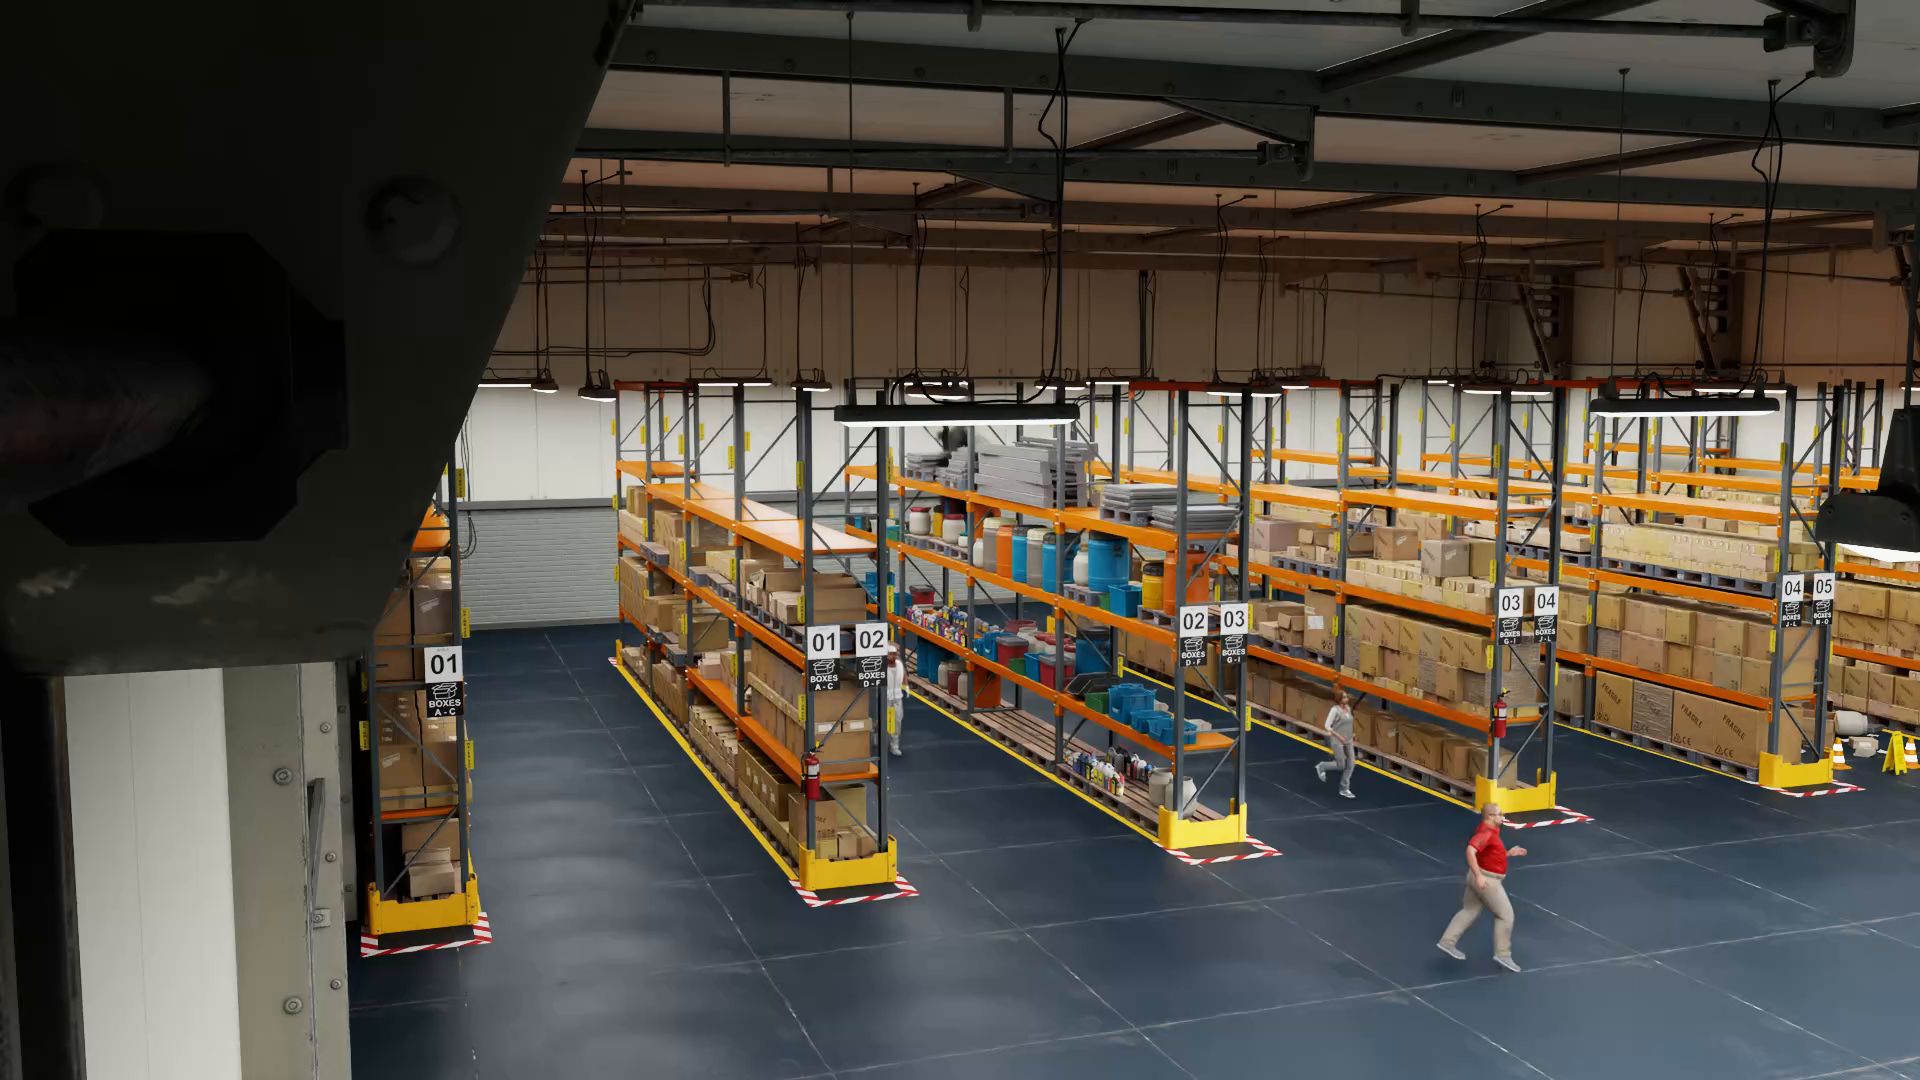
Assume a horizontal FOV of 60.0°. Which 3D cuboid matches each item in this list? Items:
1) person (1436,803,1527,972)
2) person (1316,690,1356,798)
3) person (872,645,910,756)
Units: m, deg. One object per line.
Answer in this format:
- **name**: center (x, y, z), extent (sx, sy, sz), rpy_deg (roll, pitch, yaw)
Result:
- **person**: center (5.484, 3.631, 17.432), extent (0.892, 1.790, 0.634), rpy_deg (0, 6, 2)
- **person**: center (5.577, 2.976, 24.494), extent (0.542, 1.573, 0.694), rpy_deg (-4, 7, -34)
- **person**: center (-1.148, 2.590, 27.168), extent (0.708, 1.773, 0.758), rpy_deg (-3, 7, -29)
